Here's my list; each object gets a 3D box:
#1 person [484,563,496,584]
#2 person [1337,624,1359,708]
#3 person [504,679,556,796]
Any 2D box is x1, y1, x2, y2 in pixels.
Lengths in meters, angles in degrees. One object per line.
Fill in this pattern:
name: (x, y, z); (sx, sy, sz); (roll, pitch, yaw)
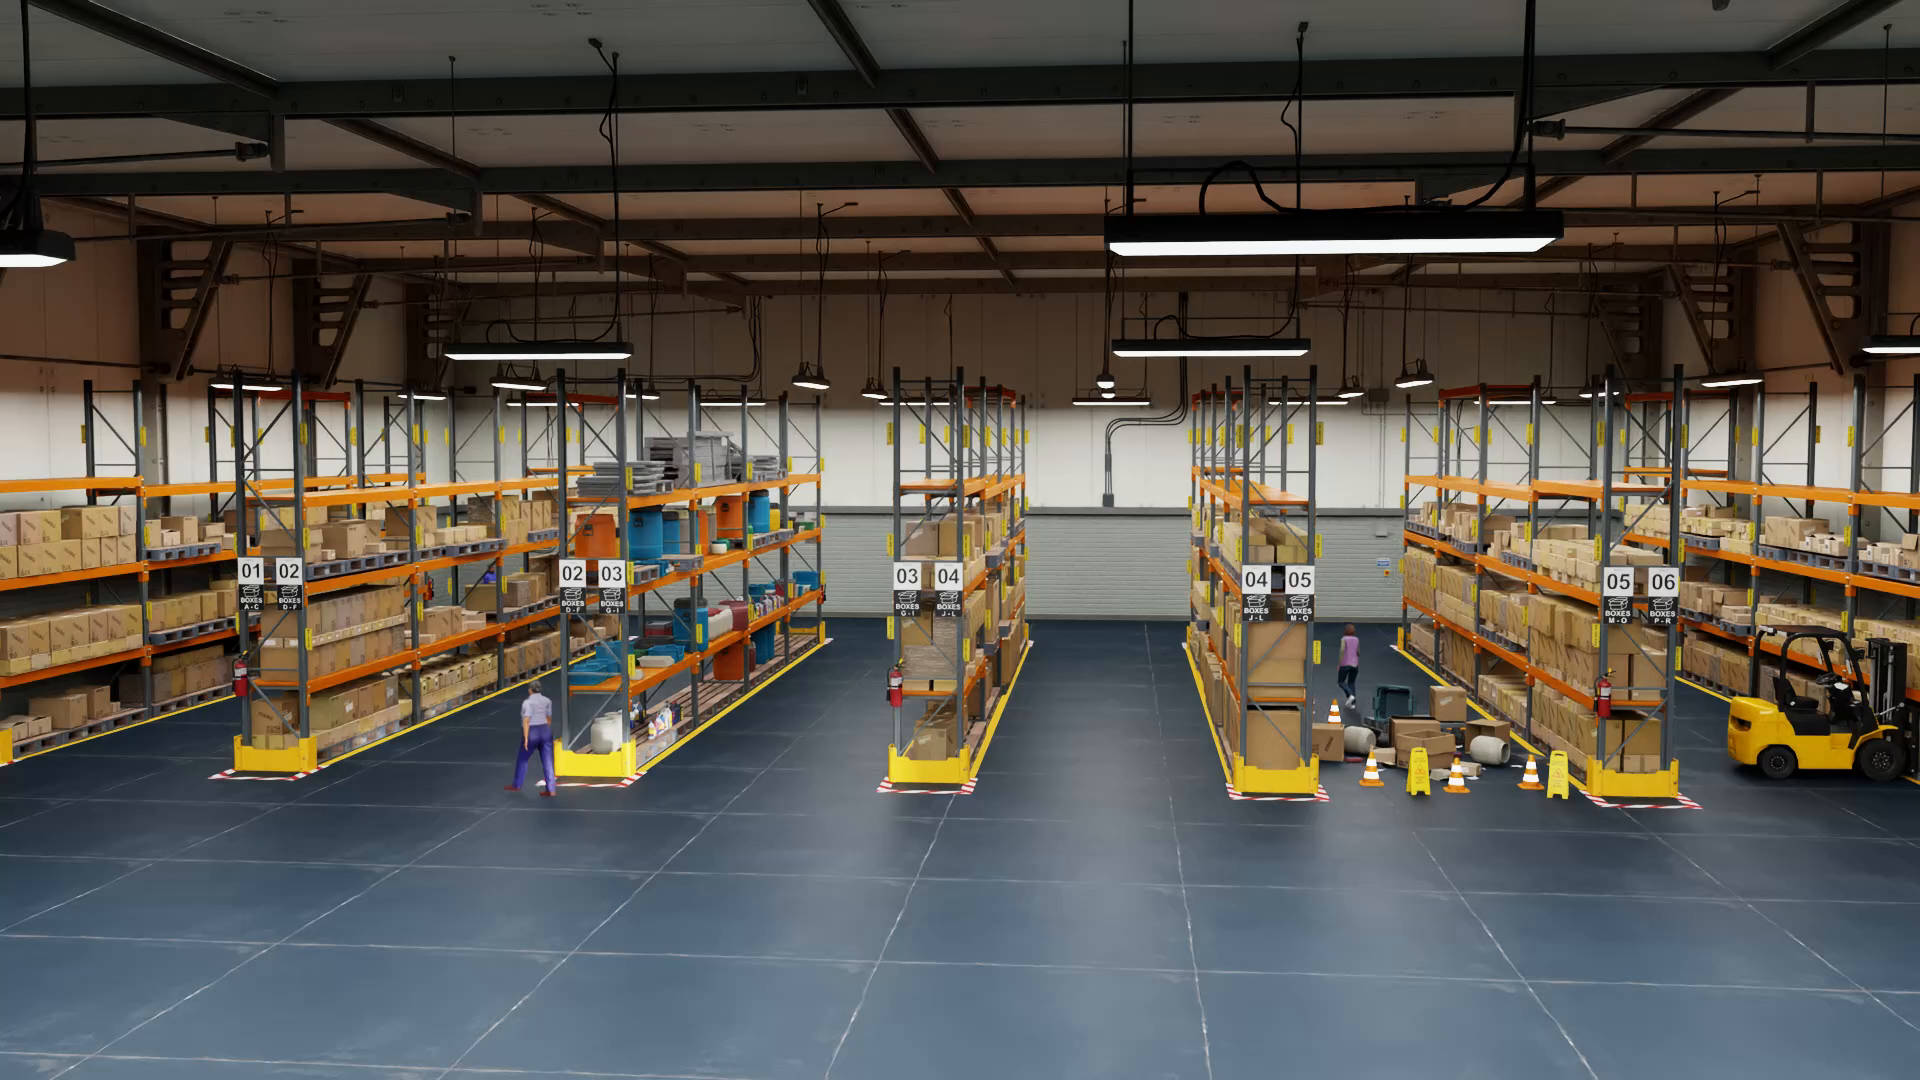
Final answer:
person: (-12.554, 1.415, 44.506); (0.770, 1.621, 0.450); (3, 5, 41)
person: (7.185, 2.337, 30.701); (0.468, 1.531, 0.682); (-1, 4, -8)
person: (-5.944, 2.738, 23.169); (0.531, 1.600, 0.903); (-3, 5, -41)
